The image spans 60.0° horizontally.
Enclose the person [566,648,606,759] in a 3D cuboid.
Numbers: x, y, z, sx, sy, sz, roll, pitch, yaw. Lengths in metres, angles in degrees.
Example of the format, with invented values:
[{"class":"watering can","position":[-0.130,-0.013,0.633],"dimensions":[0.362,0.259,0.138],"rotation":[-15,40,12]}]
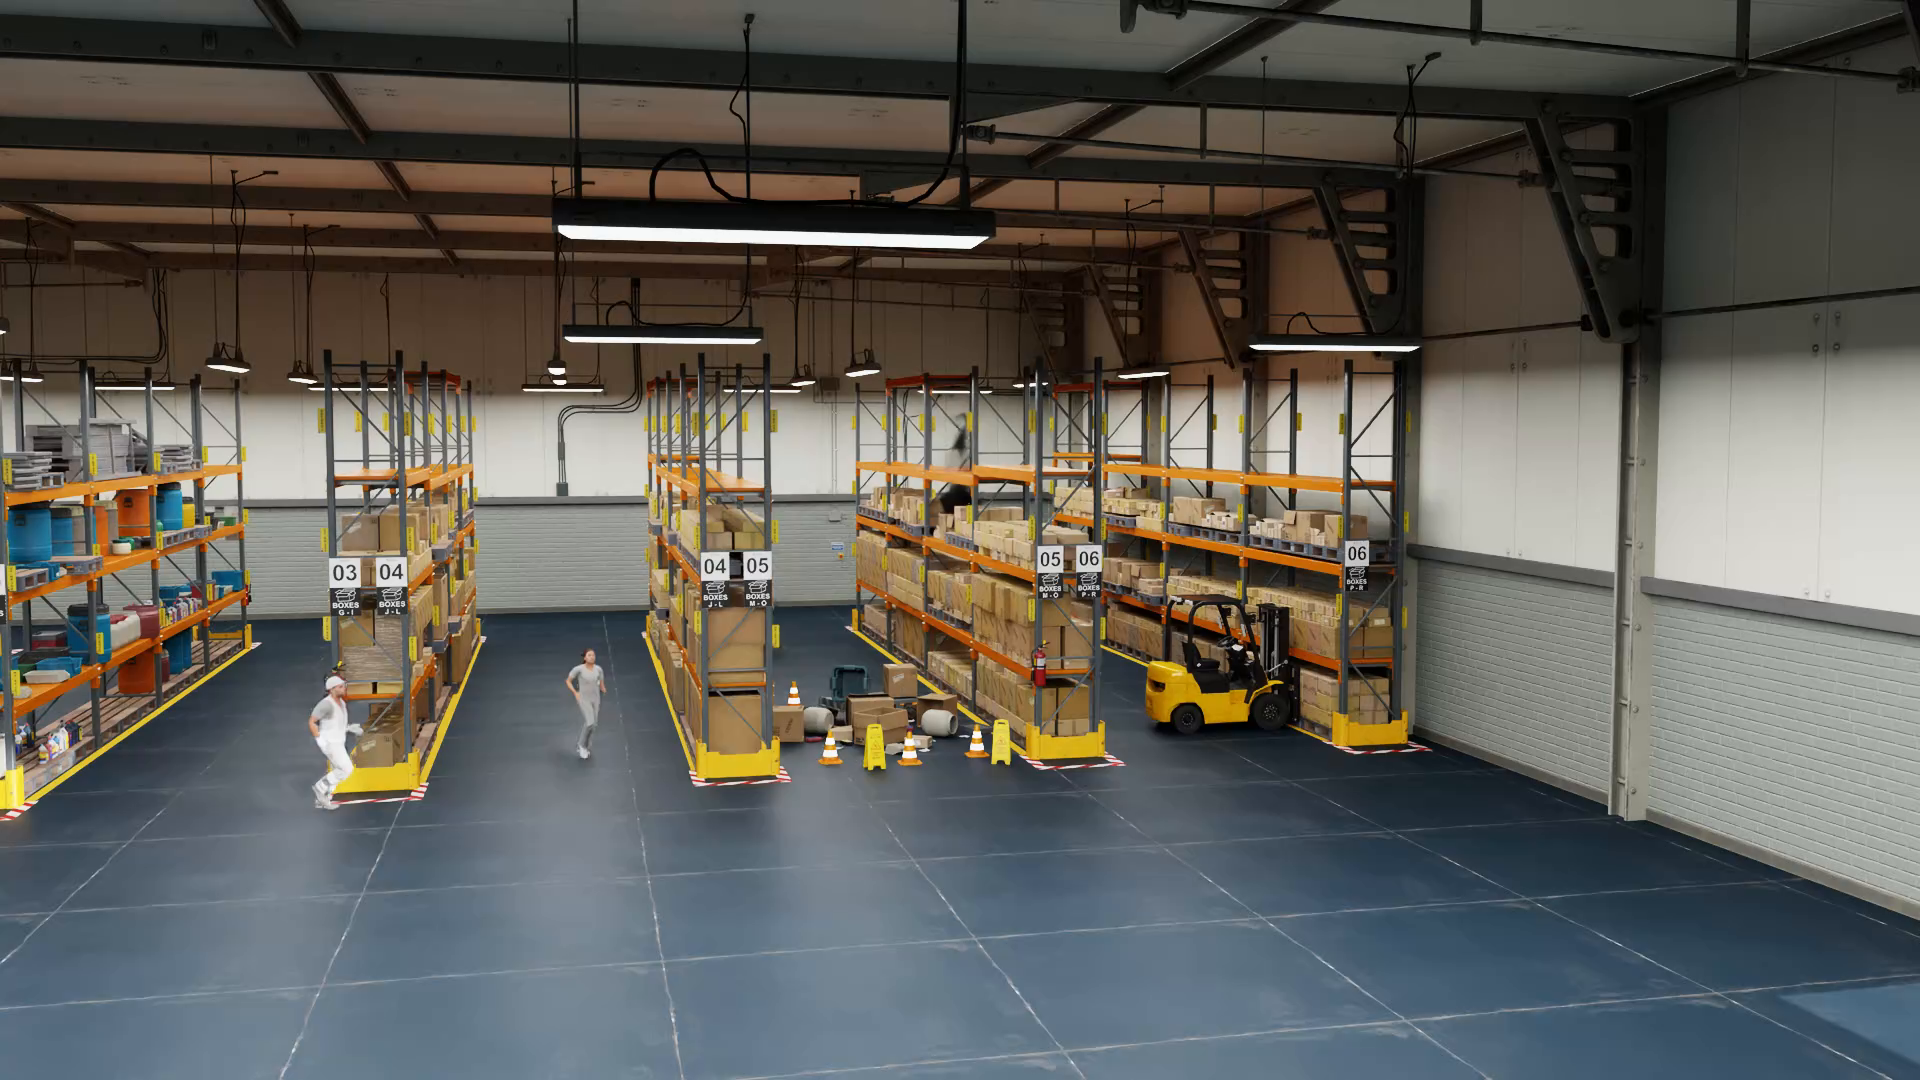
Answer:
[{"class":"person","position":[-5.555,2.440,24.908],"dimensions":[0.540,1.657,0.658],"rotation":[-3,5,-41]}]

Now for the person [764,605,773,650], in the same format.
[{"class":"person","position":[-4.530,1.588,37.038],"dimensions":[0.738,1.702,0.845],"rotation":[0,4,-5]}]

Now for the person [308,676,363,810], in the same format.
[{"class":"person","position":[-8.095,2.633,21.591],"dimensions":[0.587,1.731,0.642],"rotation":[0,4,1]}]
